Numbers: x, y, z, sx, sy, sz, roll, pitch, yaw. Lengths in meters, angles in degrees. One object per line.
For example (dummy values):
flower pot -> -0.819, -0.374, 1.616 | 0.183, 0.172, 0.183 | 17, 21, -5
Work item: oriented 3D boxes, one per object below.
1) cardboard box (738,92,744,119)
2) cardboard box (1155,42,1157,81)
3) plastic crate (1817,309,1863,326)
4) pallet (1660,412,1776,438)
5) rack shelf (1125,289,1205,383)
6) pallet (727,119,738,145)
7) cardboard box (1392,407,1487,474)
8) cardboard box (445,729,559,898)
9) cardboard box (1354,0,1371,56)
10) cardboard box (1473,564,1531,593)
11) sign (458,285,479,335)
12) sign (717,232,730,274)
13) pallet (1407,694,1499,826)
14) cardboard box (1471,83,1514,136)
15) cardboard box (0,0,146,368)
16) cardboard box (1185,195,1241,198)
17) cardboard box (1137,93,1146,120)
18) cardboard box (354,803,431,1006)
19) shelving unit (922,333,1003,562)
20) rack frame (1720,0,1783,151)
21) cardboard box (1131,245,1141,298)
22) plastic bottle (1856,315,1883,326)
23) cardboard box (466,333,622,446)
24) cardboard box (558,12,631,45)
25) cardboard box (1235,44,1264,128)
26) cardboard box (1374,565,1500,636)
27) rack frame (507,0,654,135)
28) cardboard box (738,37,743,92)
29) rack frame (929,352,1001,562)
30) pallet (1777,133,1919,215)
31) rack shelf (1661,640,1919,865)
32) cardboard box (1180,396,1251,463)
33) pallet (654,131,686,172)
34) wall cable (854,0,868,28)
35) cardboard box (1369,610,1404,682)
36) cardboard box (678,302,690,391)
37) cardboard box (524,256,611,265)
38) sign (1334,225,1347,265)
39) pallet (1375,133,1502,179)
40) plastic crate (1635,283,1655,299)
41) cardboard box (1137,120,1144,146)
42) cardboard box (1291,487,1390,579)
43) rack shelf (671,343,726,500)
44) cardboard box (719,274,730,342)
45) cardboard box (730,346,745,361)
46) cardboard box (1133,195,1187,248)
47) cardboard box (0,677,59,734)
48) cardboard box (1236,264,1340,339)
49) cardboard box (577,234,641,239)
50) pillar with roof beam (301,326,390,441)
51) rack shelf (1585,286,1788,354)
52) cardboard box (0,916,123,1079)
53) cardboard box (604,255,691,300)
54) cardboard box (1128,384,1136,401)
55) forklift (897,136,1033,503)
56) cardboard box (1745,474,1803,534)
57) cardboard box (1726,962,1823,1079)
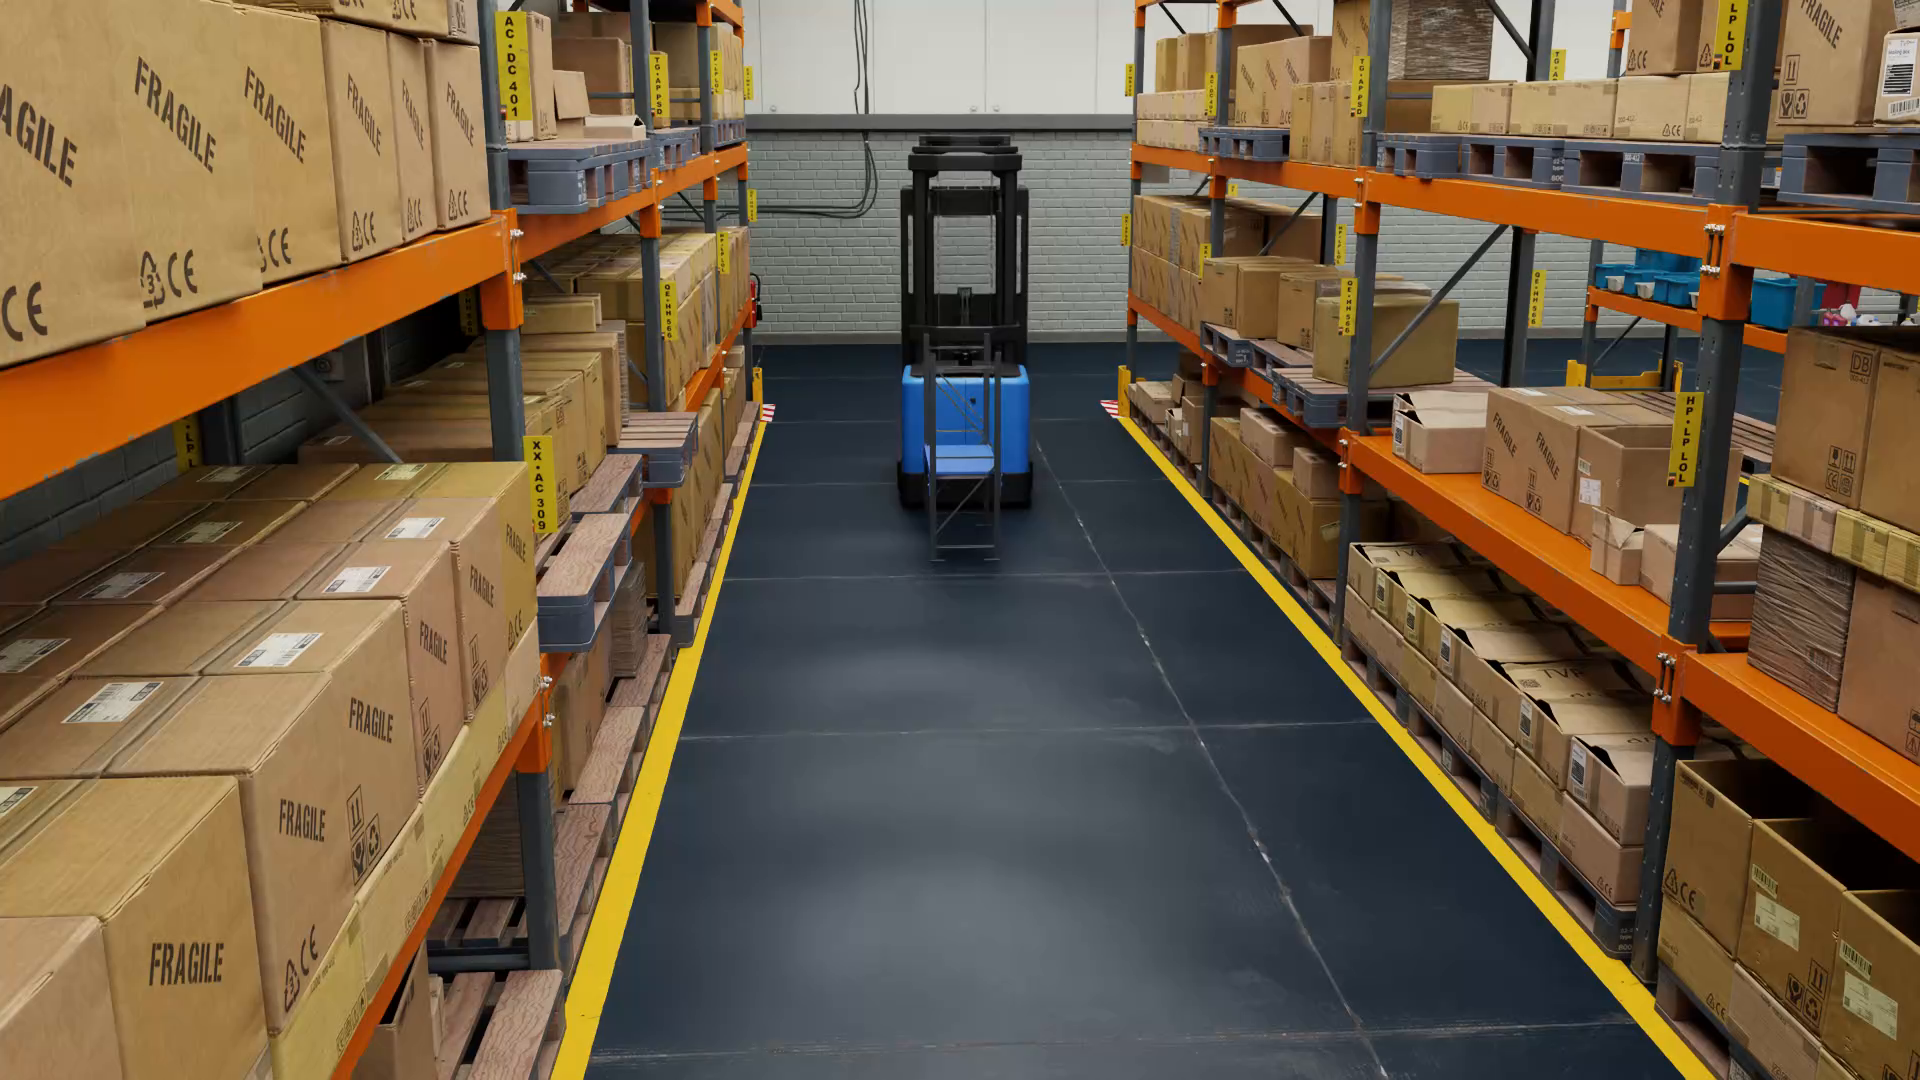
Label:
cardboard box -> -2.359, -4.191, 16.032 | 0.500, 0.250, 0.500 | 0, 14, -2
cardboard box -> 2.322, -4.672, 16.438 | 0.700, 0.500, 0.500 | -1, 14, -3
plastic crate -> 7.580, -1.914, 14.356 | 0.396, 0.136, 0.243 | -1, 14, -3
pallet -> 7.303, -1.031, 16.110 | 1.003, 0.211, 1.213 | -1, 14, -3
rack shelf -> 2.398, -1.968, 15.601 | 1.077, 0.370, 4.000 | -1, 14, -3
pallet -> -2.535, -3.658, 14.882 | 1.003, 0.211, 1.213 | -1, 14, -3
cardboard box -> 2.632, -0.556, 8.847 | 0.500, 0.311, 0.500 | -1, 14, -4
cardboard box -> -1.988, 1.062, 6.512 | 0.700, 0.500, 0.500 | 0, 14, -2
cardboard box -> 2.718, -3.045, 10.116 | 0.500, 0.500, 0.500 | -1, 14, -3
cardboard box -> 3.087, 0.288, 8.939 | 0.500, 0.311, 0.500 | -1, 14, -4
sign -> -2.728, -1.299, 9.230 | 0.100, 0.325, 0.005 | -1, 14, -3
sign -> -1.881, -2.275, 13.185 | 0.100, 0.325, 0.005 | -1, 14, -3
pallet -> 2.854, 1.034, 8.085 | 1.003, 0.211, 1.213 | -1, 14, -3
cardboard box -> 2.905, -2.166, 8.364 | 0.500, 0.250, 0.500 | 0, 14, -2
cardboard box -> -1.447, -0.490, 2.149 | 0.500, 0.500, 0.500 | 0, 14, 0
cardboard box -> 2.576, -3.240, 16.894 | 0.500, 0.500, 0.500 | -1, 14, -4
cardboard box -> 2.046, -4.305, 16.515 | 0.500, 0.250, 0.500 | -1, 14, -3
cardboard box -> -1.493, 0.798, 3.668 | 0.500, 0.250, 0.500 | -1, 14, -3
shelving unit -> 0.005, -0.705, 12.257 | 0.538, 1.500, 1.048 | -1, 14, -3
rack frame -> 3.018, -2.735, 5.098 | 1.000, 3.000, 0.127 | -1, 14, -3
cardboard box -> 2.039, -2.748, 16.987 | 0.500, 0.500, 0.500 | -1, 14, -2
plastic bottle -> 7.137, -1.623, 13.063 | 0.152, 0.276, 0.135 | -1, 14, -3
cardboard box -> -2.073, -0.753, 8.351 | 0.700, 0.500, 0.500 | -2, 15, -9
cardboard box -> -2.449, -3.461, 11.352 | 0.500, 0.250, 0.500 | -1, 14, -5
cardboard box -> 2.480, -3.446, 12.636 | 0.600, 0.600, 0.600 | -2, 15, -9
cardboard box -> 2.550, 0.297, 8.901 | 0.500, 0.311, 0.500 | -1, 14, -5
rack frame -> -2.174, -3.653, 8.663 | 1.000, 3.000, 0.127 | -1, 14, -3
cardboard box -> -2.352, -4.554, 15.939 | 0.500, 0.500, 0.500 | -1, 14, -4
rack frame -> 0.037, -0.579, 11.766 | 0.500, 1.500, 0.032 | -1, 14, -3
pallet -> 3.096, -1.028, 4.660 | 1.003, 0.211, 1.213 | -1, 14, -3
rack shelf -> 3.142, 1.016, 4.002 | 1.077, 0.370, 4.000 | -1, 14, -3
cardboard box -> 2.204, -0.959, 14.369 | 0.500, 0.500, 0.500 | -1, 14, -3
pallet -> -2.267, -2.268, 9.680 | 1.213, 0.211, 1.003 | 0, 14, -1
wall cable -> 0.037, -8.038, 21.805 | 3.097, 2.526, 0.112 | -1, 14, -3
cardboard box -> 2.541, 0.563, 8.992 | 0.500, 0.250, 0.500 | -1, 14, -5
cardboard box -> -1.972, -1.205, 10.351 | 0.500, 0.500, 0.500 | 0, 14, -2
cardboard box -> -2.518, -1.678, 10.685 | 0.500, 0.250, 0.500 | -1, 14, -5
sign -> 3.076, -2.390, 13.471 | 0.100, 0.325, 0.005 | -1, 14, -3
pallet -> 2.901, -2.018, 8.711 | 1.213, 0.211, 1.003 | 0, 14, -1
plastic crate -> 6.884, -2.475, 16.534 | 0.250, 0.136, 0.298 | -1, 14, -3
cardboard box -> 2.052, -4.063, 16.578 | 0.500, 0.250, 0.500 | -1, 14, -3
cardboard box -> 2.478, -0.056, 10.858 | 0.500, 0.500, 0.500 | 0, 14, -1
rack shelf -> -2.298, -0.896, 11.434 | 1.077, 0.370, 4.000 | -1, 14, -3
cardboard box -> -2.439, -2.022, 13.765 | 0.980, 0.700, 0.700 | -1, 14, -3
cardboard box -> -2.337, -1.842, 16.538 | 0.380, 0.149, 0.250 | -1, 14, -4
cardboard box -> 2.039, -3.232, 16.863 | 0.500, 0.500, 0.500 | 0, 14, -2
cardboard box -> -1.977, 0.574, 3.030 | 0.500, 0.500, 0.500 | -1, 14, -5
cardboard box -> 2.434, -1.780, 12.381 | 0.700, 0.500, 0.500 | 1, 14, 5
cardboard box -> -2.653, -2.189, 12.672 | 0.500, 0.250, 0.500 | 0, 14, -2
pillar with roof beam -> 1.340, -3.382, 7.613 | 9.100, 9.000, 0.400 | -1, 14, -3
rack shelf -> 7.342, -2.044, 15.895 | 1.077, 0.370, 4.000 | -1, 14, -3
cardboard box -> -1.408, 0.819, 2.080 | 0.500, 0.500, 0.500 | -1, 14, -3
cardboard box -> -2.014, -1.687, 10.722 | 0.500, 0.250, 0.500 | -1, 14, -3
cardboard box -> 1.957, -1.537, 17.320 | 0.380, 0.149, 0.250 | -1, 14, -3
forklift -> 0.037, -2.028, 14.527 | 1.130, 2.935, 3.031 | 0, 14, 0
cardboard box -> 2.841, -0.123, 5.481 | 0.380, 0.149, 0.250 | -1, 14, -4
cardboard box -> 2.770, 1.543, 5.186 | 0.500, 0.250, 0.500 | -1, 14, -3
